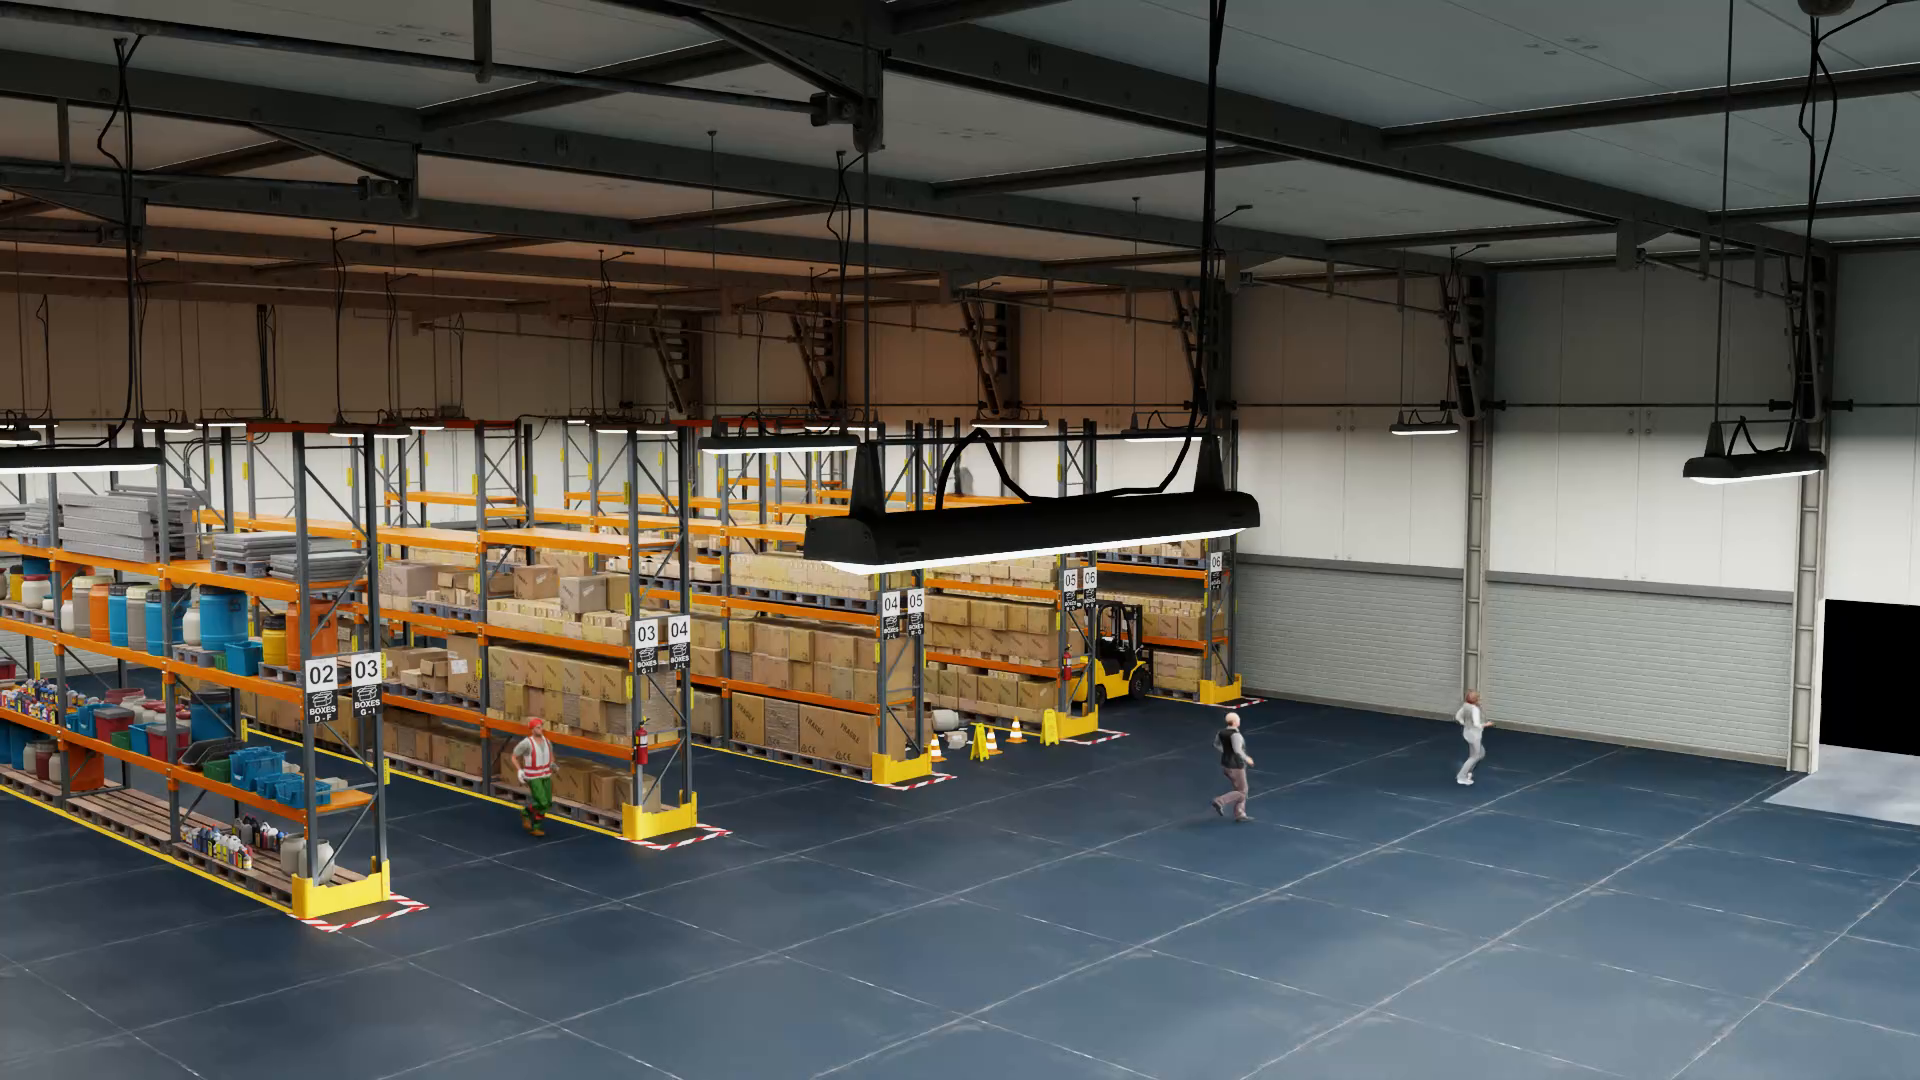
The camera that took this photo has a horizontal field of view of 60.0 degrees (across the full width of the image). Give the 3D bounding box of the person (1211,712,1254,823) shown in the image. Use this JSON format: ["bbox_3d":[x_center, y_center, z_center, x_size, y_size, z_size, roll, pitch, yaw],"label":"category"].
[{"bbox_3d":[4.121,3.436,25.079,0.720,1.688,0.675,-2,5,-20],"label":"person"}]

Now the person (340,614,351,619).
[{"bbox_3d":[-13.900,2.473,37.400,0.691,1.642,0.867,-3,6,-35],"label":"person"}]

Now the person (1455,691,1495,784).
[{"bbox_3d":[8.542,3.281,27.590,0.596,1.575,0.517,0,5,-2],"label":"person"}]

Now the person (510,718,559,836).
[{"bbox_3d":[-6.149,3.474,24.311,0.587,1.739,0.656,3,6,36],"label":"person"}]
